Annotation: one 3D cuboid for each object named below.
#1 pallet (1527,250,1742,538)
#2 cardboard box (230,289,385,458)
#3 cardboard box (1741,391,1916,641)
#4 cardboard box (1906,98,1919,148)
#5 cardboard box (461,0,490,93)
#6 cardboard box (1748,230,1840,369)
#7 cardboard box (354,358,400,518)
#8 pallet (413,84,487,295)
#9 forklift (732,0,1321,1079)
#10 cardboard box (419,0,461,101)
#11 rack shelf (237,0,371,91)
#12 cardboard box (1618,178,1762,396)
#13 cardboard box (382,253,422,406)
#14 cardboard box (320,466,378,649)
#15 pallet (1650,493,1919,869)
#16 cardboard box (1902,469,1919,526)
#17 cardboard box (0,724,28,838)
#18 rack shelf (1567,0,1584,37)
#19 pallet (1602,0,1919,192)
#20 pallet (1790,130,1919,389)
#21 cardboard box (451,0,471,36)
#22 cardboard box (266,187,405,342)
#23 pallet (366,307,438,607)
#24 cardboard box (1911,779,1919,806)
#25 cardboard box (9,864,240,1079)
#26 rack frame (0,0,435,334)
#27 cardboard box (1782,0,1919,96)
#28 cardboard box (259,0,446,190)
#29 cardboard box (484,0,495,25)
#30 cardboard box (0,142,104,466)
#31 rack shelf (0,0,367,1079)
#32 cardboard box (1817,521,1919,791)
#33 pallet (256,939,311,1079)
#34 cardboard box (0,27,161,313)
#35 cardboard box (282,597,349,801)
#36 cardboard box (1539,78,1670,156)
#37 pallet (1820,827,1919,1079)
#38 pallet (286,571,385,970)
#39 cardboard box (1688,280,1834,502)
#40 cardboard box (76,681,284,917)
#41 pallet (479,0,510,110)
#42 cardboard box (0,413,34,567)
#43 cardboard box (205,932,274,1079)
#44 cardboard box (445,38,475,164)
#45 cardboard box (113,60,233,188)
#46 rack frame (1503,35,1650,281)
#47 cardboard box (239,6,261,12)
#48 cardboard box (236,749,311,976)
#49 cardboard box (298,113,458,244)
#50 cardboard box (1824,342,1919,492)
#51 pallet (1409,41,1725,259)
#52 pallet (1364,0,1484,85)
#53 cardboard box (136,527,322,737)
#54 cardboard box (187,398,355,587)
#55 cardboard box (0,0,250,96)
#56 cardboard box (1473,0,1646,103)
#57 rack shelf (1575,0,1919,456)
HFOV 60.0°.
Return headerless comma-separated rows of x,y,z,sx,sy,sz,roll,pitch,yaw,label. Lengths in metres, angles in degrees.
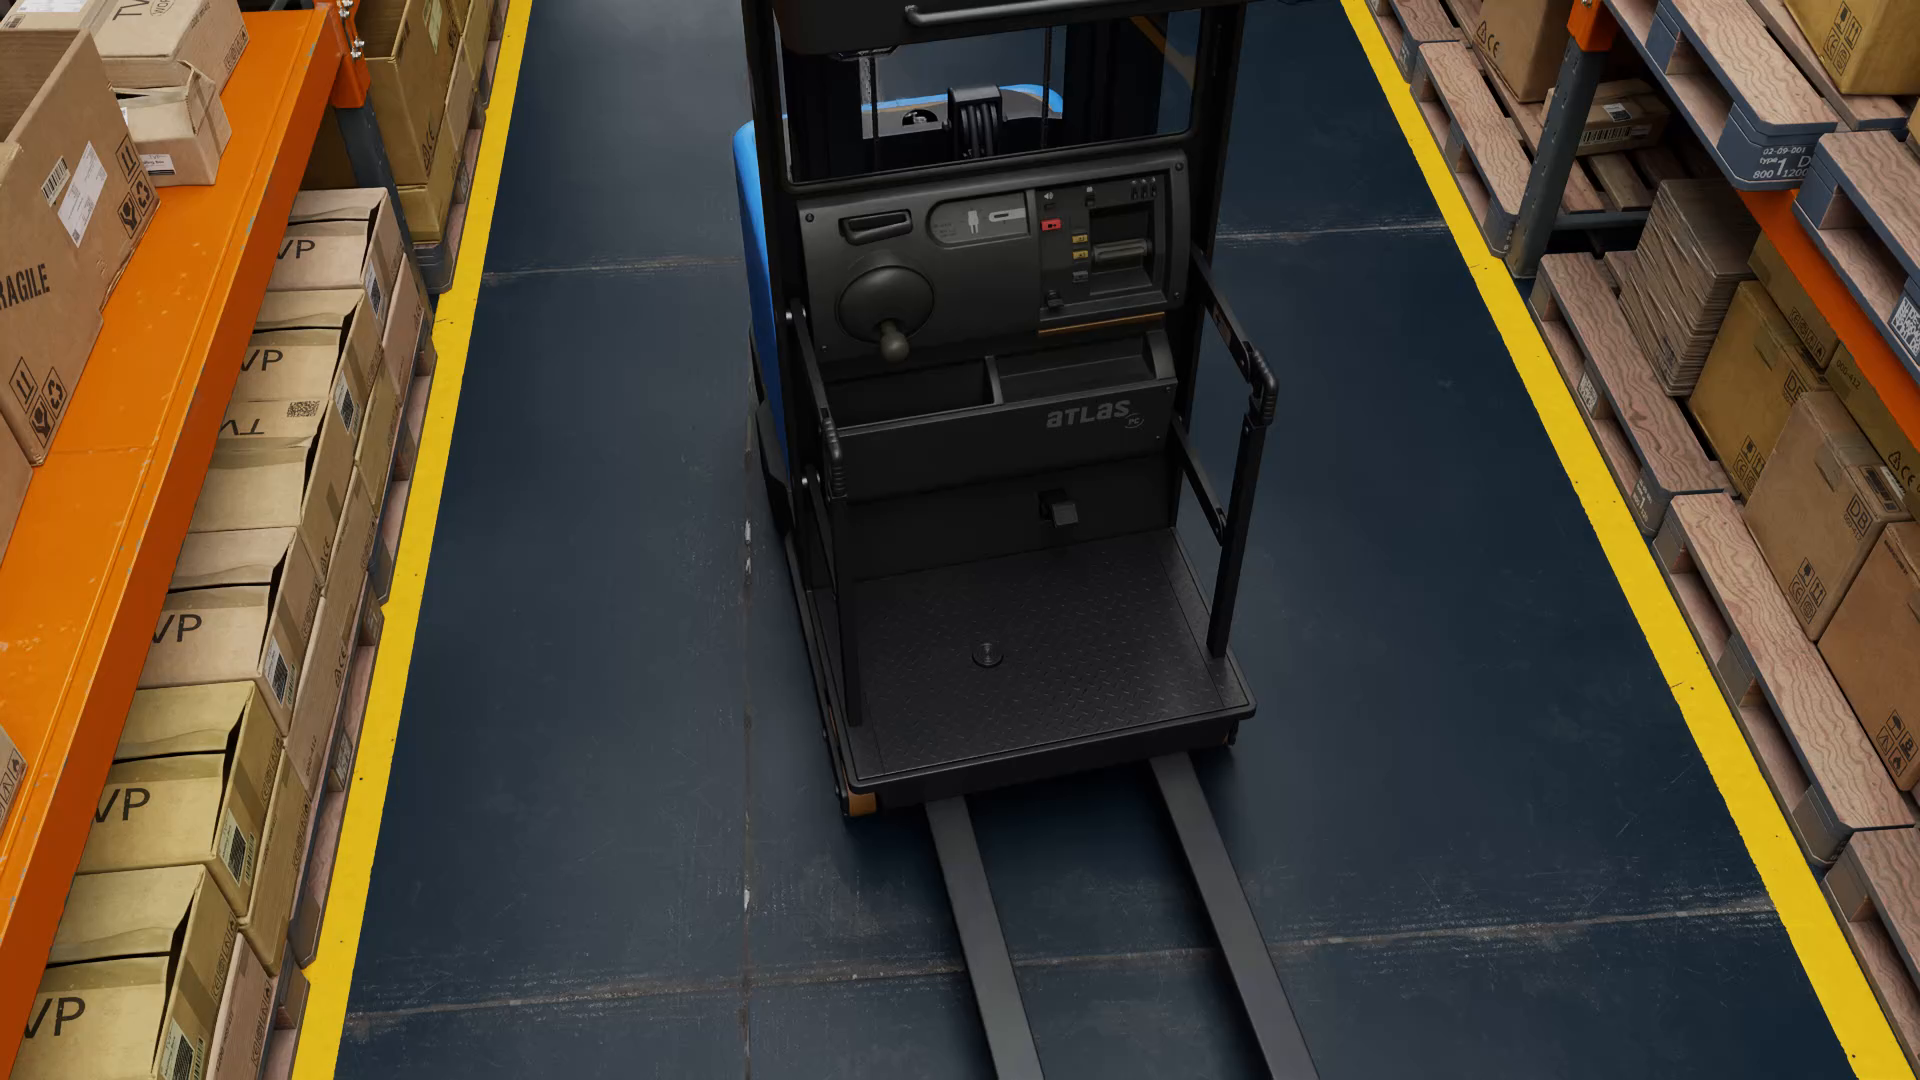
2.611,-0.543,5.619,1.003,0.211,1.213,-3,47,-3,pallet
-2.022,-0.502,4.877,0.500,0.311,0.500,-2,47,-2,cardboard box
2.718,-0.083,4.681,0.700,0.500,0.500,-3,47,-3,cardboard box
2.679,-1.001,3.761,0.700,0.500,0.500,2,47,2,cardboard box
-2.202,-2.039,6.719,0.500,0.250,0.500,-3,47,-3,cardboard box
2.663,-0.765,4.811,0.500,0.250,0.500,-4,47,-4,cardboard box
-2.028,-0.312,5.084,0.500,0.250,0.500,-4,47,-4,cardboard box
-2.417,-1.381,6.412,1.003,0.211,1.213,-3,47,-3,pallet
0.144,-0.567,3.768,1.130,2.935,3.031,-10,47,-9,forklift
-2.168,-1.934,6.104,0.500,0.500,0.500,-3,47,-3,cardboard box
-2.559,-2.961,6.484,1.077,0.370,4.000,-3,47,-3,rack shelf
2.622,-0.826,5.385,0.700,0.500,0.500,-2,47,-2,cardboard box
-2.068,-0.678,5.431,0.500,0.250,0.500,-4,47,-4,cardboard box
-1.984,0.058,4.734,0.500,0.250,0.500,-3,47,-2,cardboard box
2.716,0.341,4.781,1.003,0.211,1.213,-3,47,-3,pallet
2.733,-0.027,4.111,0.500,0.250,0.500,-4,47,-3,cardboard box
-1.939,0.504,2.768,0.500,0.311,0.500,-4,47,-4,cardboard box
2.377,-3.265,6.772,1.077,0.370,4.000,-3,47,-3,rack shelf
2.463,-1.438,4.678,1.003,0.211,1.213,-3,47,-3,pallet
2.672,-0.535,3.823,1.003,0.211,1.213,-3,47,-3,pallet
-2.203,-2.296,6.447,0.500,0.500,0.500,-3,47,-3,cardboard box
-2.072,-0.878,5.234,0.500,0.311,0.500,-3,47,-3,cardboard box
-2.291,-0.272,5.362,1.003,0.211,1.213,-3,47,-3,pallet
2.839,0.639,3.997,0.700,0.500,0.500,-4,47,-3,cardboard box
-1.861,0.964,3.489,0.500,0.311,0.500,-5,47,-4,cardboard box
-2.392,-1.762,4.852,1.000,3.000,0.127,-3,47,-3,rack frame
2.592,-1.476,4.210,0.700,0.500,0.500,1,47,1,cardboard box
-2.119,-1.573,5.762,0.500,0.500,0.500,-3,47,-3,cardboard box
-2.250,-2.400,7.062,0.500,0.250,0.500,-3,47,-3,cardboard box
-2.258,-0.496,3.585,0.500,0.500,0.500,-3,47,-3,cardboard box
-2.224,-0.067,3.743,1.077,0.370,4.000,-3,47,-3,rack shelf
2.770,0.282,4.336,0.700,0.500,0.500,-4,47,-4,cardboard box
-2.087,1.493,3.690,1.003,0.211,1.213,-3,47,-3,pallet
-2.300,-0.858,3.928,0.500,0.500,0.500,0,47,0,cardboard box
-1.943,0.426,4.385,0.500,0.250,0.500,-3,47,-2,cardboard box
2.469,-1.628,6.374,0.380,0.166,0.250,-9,47,-8,cardboard box
2.815,1.222,3.947,1.003,0.211,1.213,-3,47,-3,pallet
-2.186,0.613,4.524,1.003,0.211,1.213,-3,47,-3,pallet
2.716,-0.455,5.033,0.700,0.500,0.500,-4,47,-4,cardboard box
-1.901,0.595,3.839,0.500,0.311,0.500,-5,47,-4,cardboard box
-2.522,-2.265,7.250,1.003,0.211,1.213,-3,47,-3,pallet
-2.214,-0.115,3.224,0.500,0.500,0.500,-6,47,-5,cardboard box
-1.851,1.173,3.678,0.500,0.250,0.500,-5,47,-4,cardboard box
-2.165,-1.676,6.376,0.500,0.250,0.500,-3,47,-3,cardboard box
-2.135,-1.090,4.309,0.396,0.266,0.258,-5,47,-4,cardboard box
2.544,-2.065,5.140,1.000,3.000,0.127,-3,47,-3,rack frame
-2.679,-1.903,6.074,0.500,0.500,0.500,-3,47,-3,cardboard box
-1.901,0.797,4.033,0.500,0.250,0.500,-5,47,-4,cardboard box
-2.129,-1.314,6.033,0.500,0.250,0.500,-3,47,-3,cardboard box
2.710,-0.389,4.454,0.500,0.250,0.500,-5,47,-4,cardboard box
2.453,-1.590,6.611,1.003,0.211,1.213,-3,47,-3,pallet
2.347,-2.475,7.449,1.003,0.211,1.213,-3,47,-3,pallet
-1.945,0.223,4.191,0.500,0.311,0.500,-4,47,-4,cardboard box
-1.983,-0.140,4.535,0.500,0.311,0.500,-4,47,-3,cardboard box
-2.307,-1.356,4.572,0.500,0.250,0.500,-1,47,-1,cardboard box
2.417,-2.106,6.597,0.500,0.500,0.500,-7,47,-6,cardboard box
2.712,-0.371,4.031,1.077,0.370,4.000,-3,47,-3,rack shelf
